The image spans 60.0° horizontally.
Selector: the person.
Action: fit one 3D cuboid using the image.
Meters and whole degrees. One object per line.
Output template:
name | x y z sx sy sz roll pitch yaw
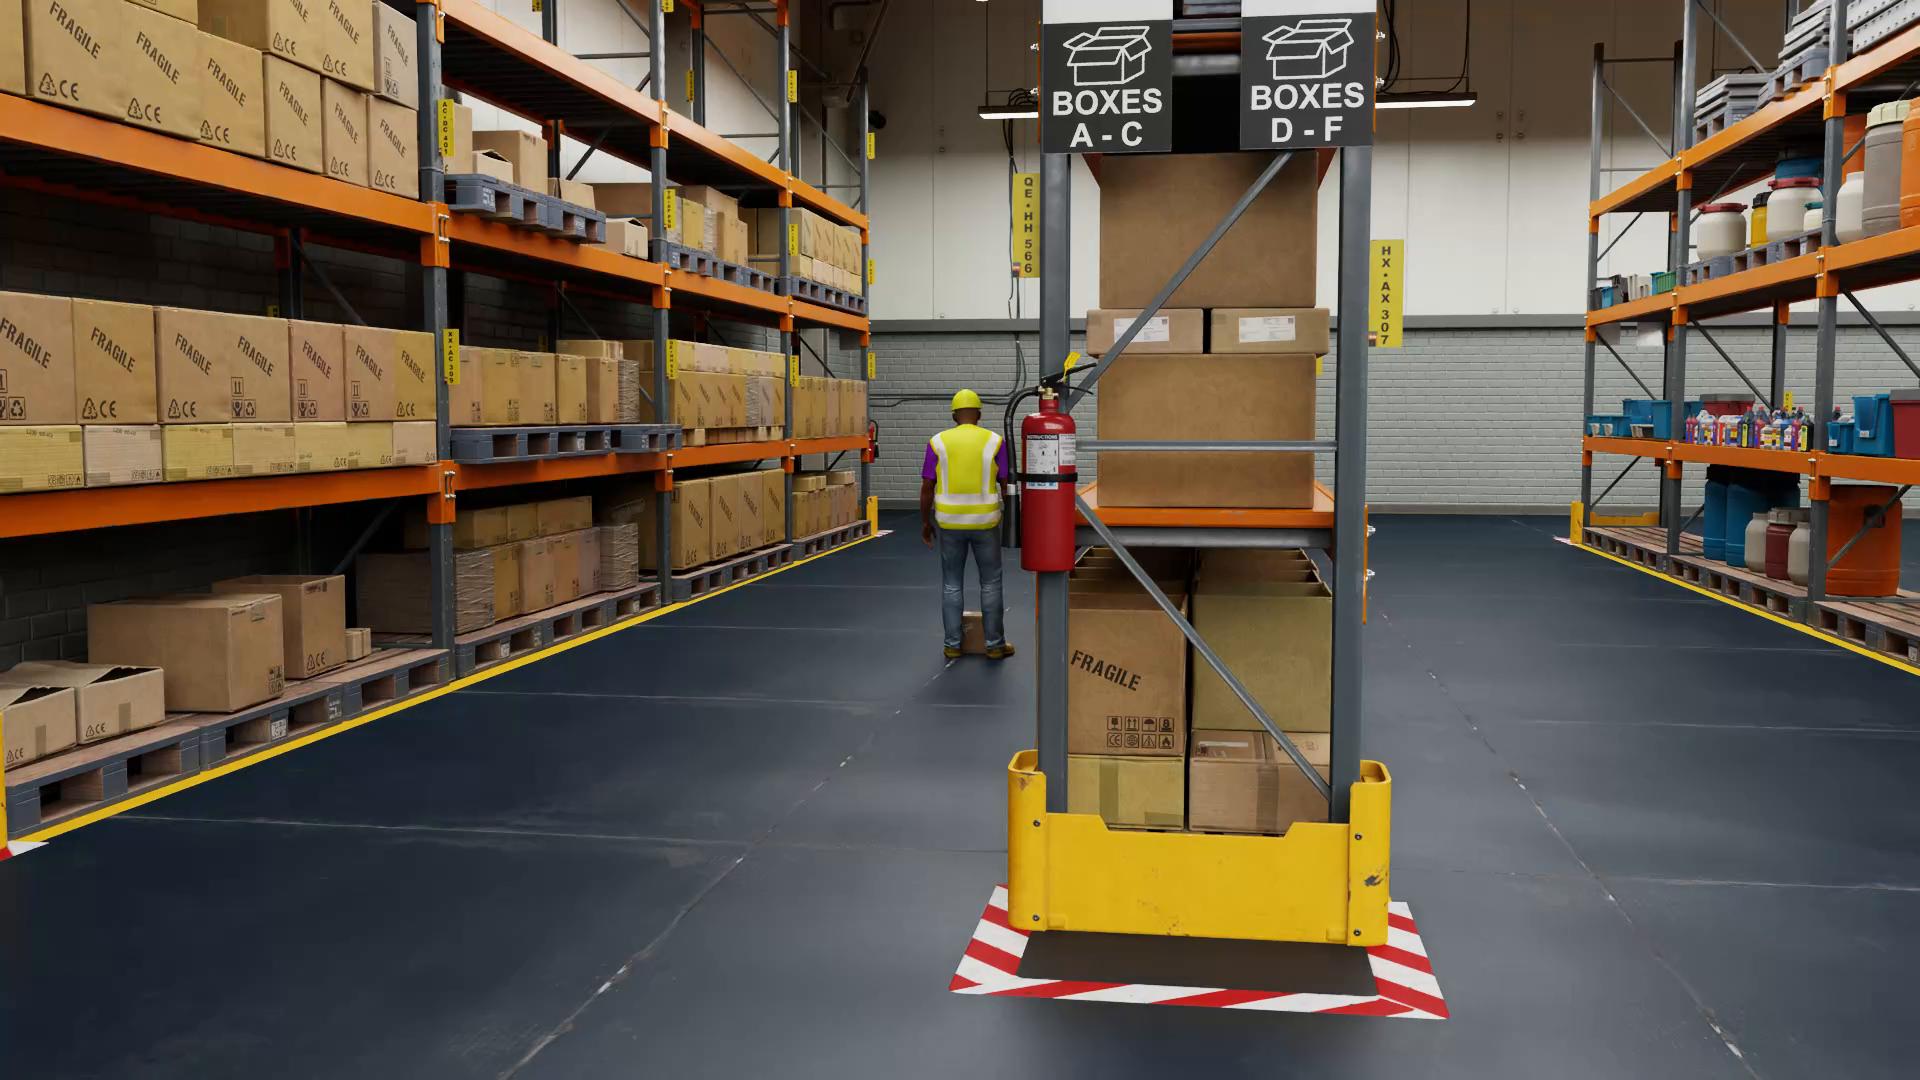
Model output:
person | 0.059 -0.111 10.954 0.636 1.761 0.454 0 4 6
